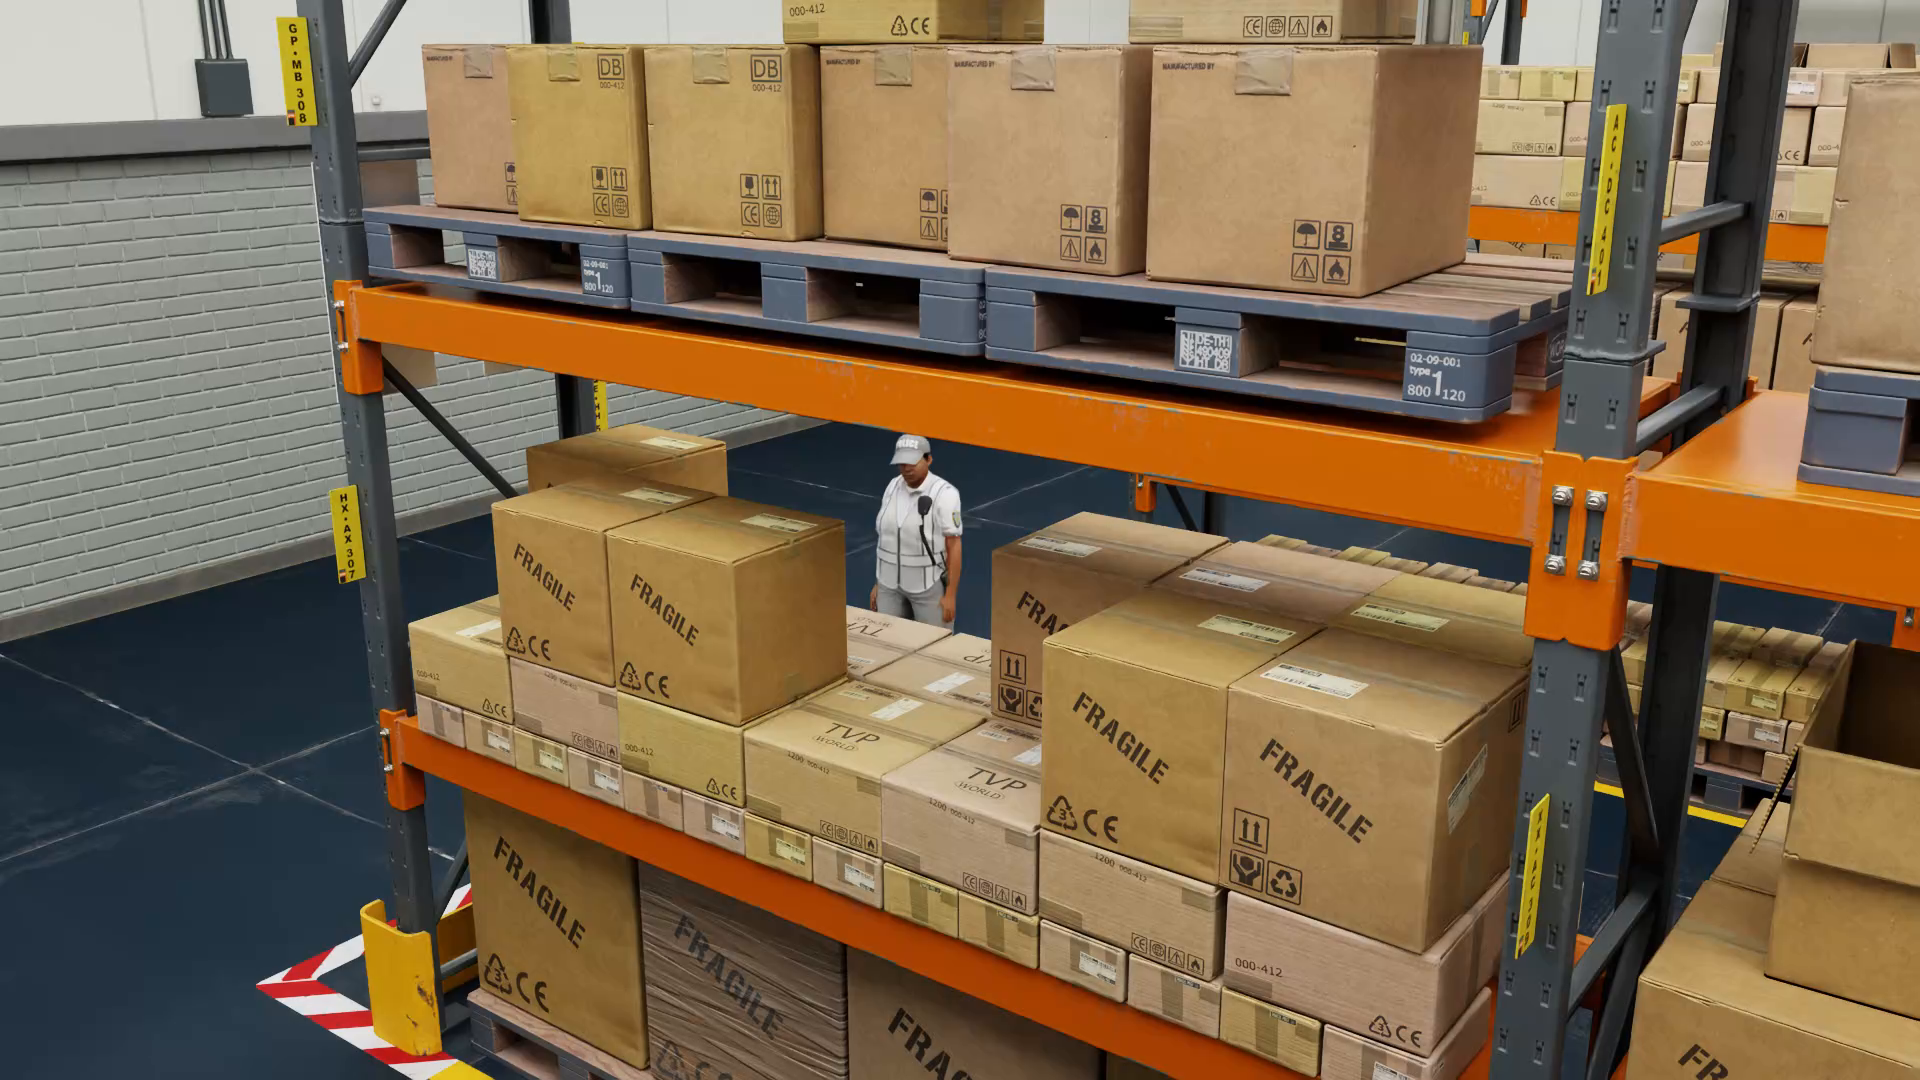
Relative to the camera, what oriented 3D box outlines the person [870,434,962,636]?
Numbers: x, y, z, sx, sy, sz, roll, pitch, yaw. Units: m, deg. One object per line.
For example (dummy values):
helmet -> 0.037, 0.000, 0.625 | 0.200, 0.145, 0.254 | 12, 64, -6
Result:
person -> -0.228, 0.247, 8.669 | 0.503, 1.644, 0.739 | 9, 19, 28
